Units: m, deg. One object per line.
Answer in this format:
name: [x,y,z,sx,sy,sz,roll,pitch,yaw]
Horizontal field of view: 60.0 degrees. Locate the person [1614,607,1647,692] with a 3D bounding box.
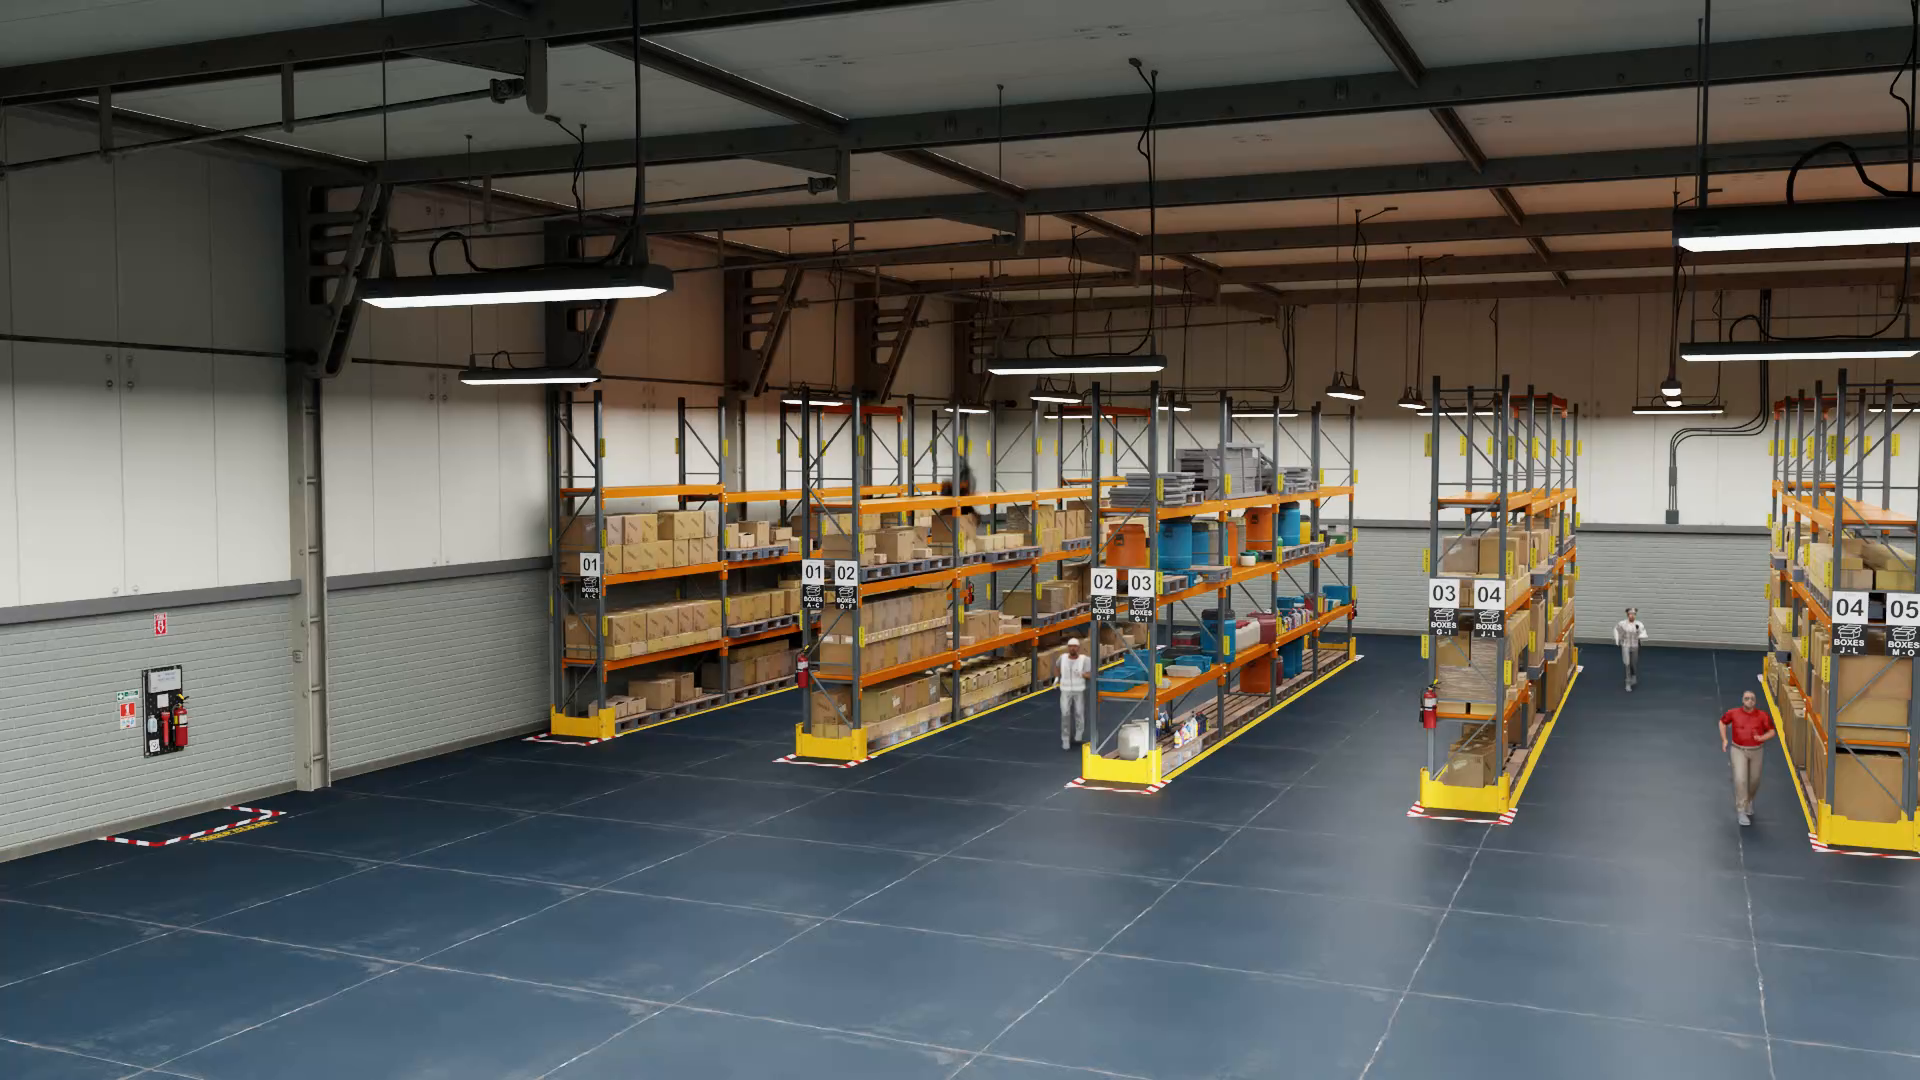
person: [13.914,2.245,34.518,0.629,1.722,0.911,1,3,17]

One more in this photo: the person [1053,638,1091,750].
person: [1.897,2.550,27.884,0.671,1.819,0.897,0,3,8]

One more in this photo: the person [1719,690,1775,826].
person: [10.571,2.886,22.337,0.651,1.740,0.912,1,3,16]
